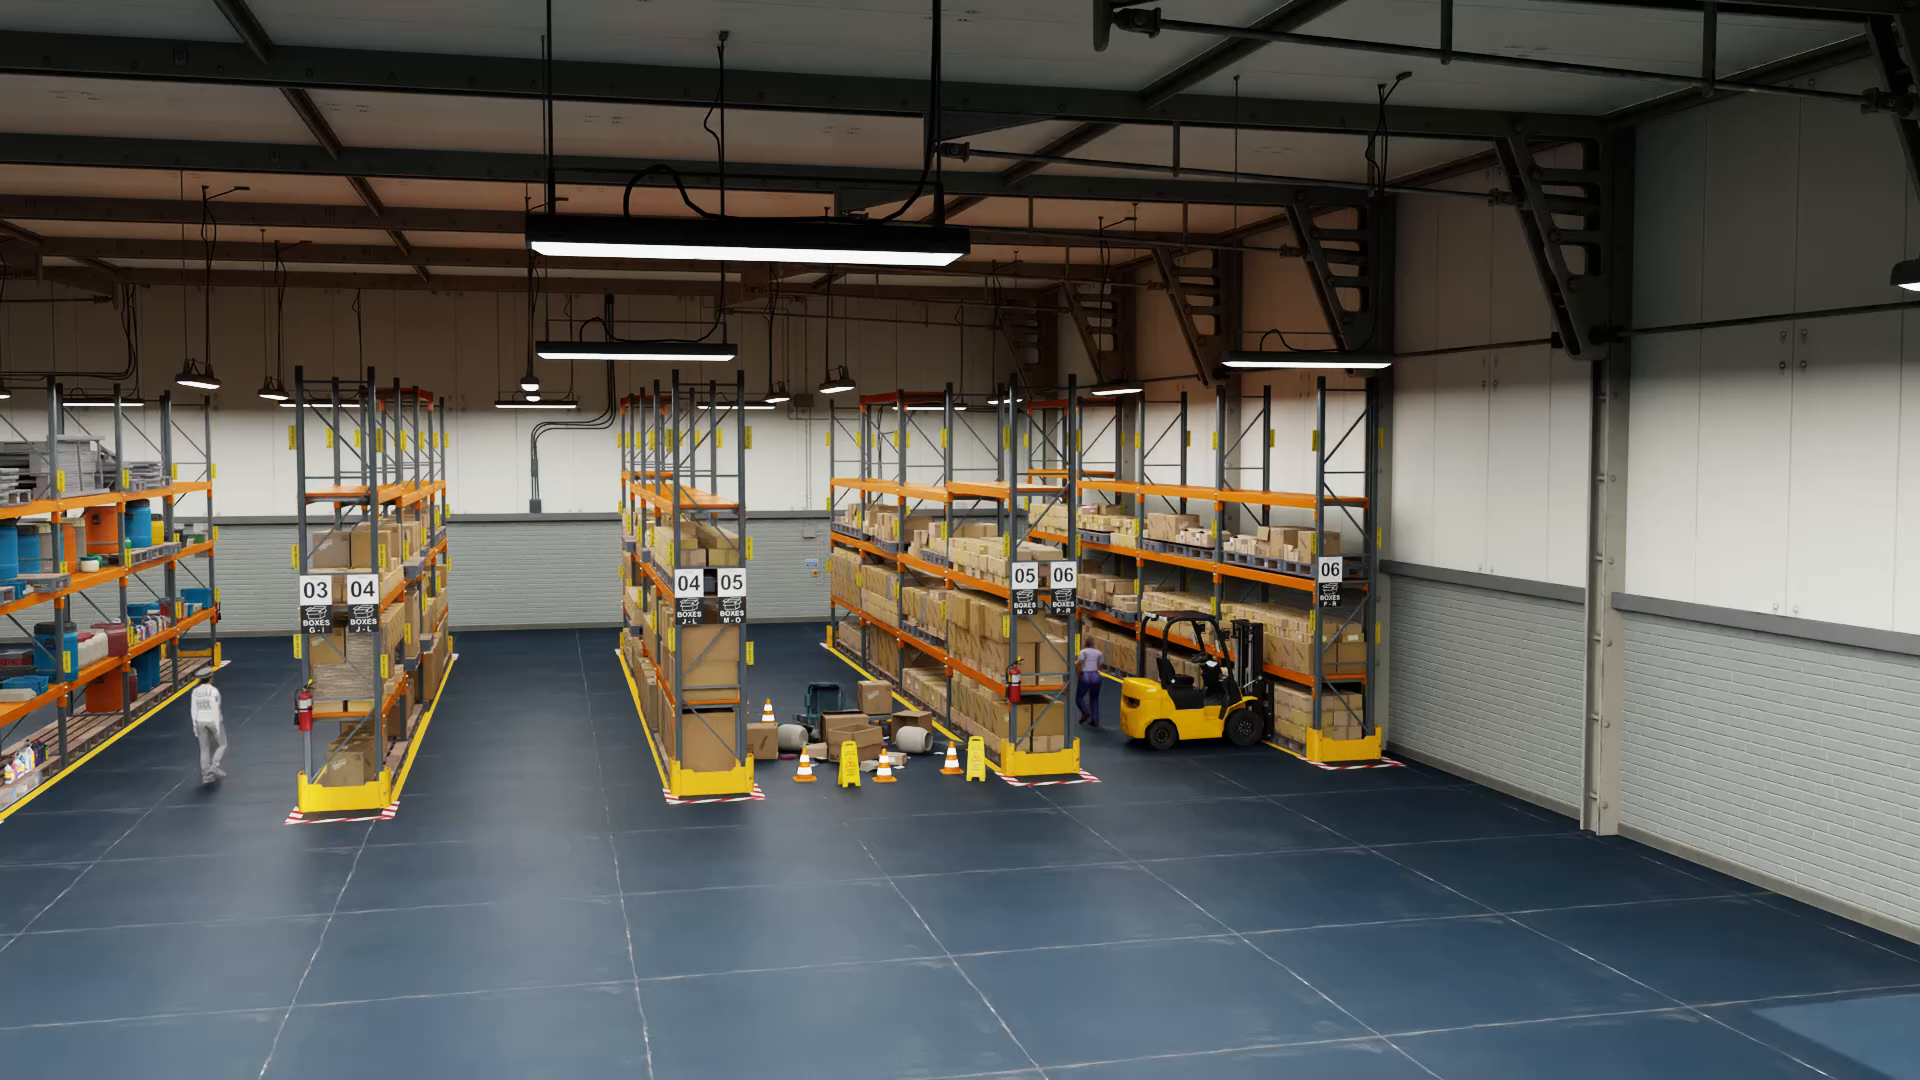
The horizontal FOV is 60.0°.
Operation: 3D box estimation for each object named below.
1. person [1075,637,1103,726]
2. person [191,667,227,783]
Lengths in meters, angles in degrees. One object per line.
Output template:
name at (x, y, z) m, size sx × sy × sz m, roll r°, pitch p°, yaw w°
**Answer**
person at (2.267, 2.484, 29.400) m, size 0.574 × 1.546 × 0.720 m, roll -1°, pitch 3°, yaw -13°
person at (-11.009, 2.707, 24.344) m, size 0.526 × 1.672 × 0.489 m, roll 0°, pitch 3°, yaw -4°
